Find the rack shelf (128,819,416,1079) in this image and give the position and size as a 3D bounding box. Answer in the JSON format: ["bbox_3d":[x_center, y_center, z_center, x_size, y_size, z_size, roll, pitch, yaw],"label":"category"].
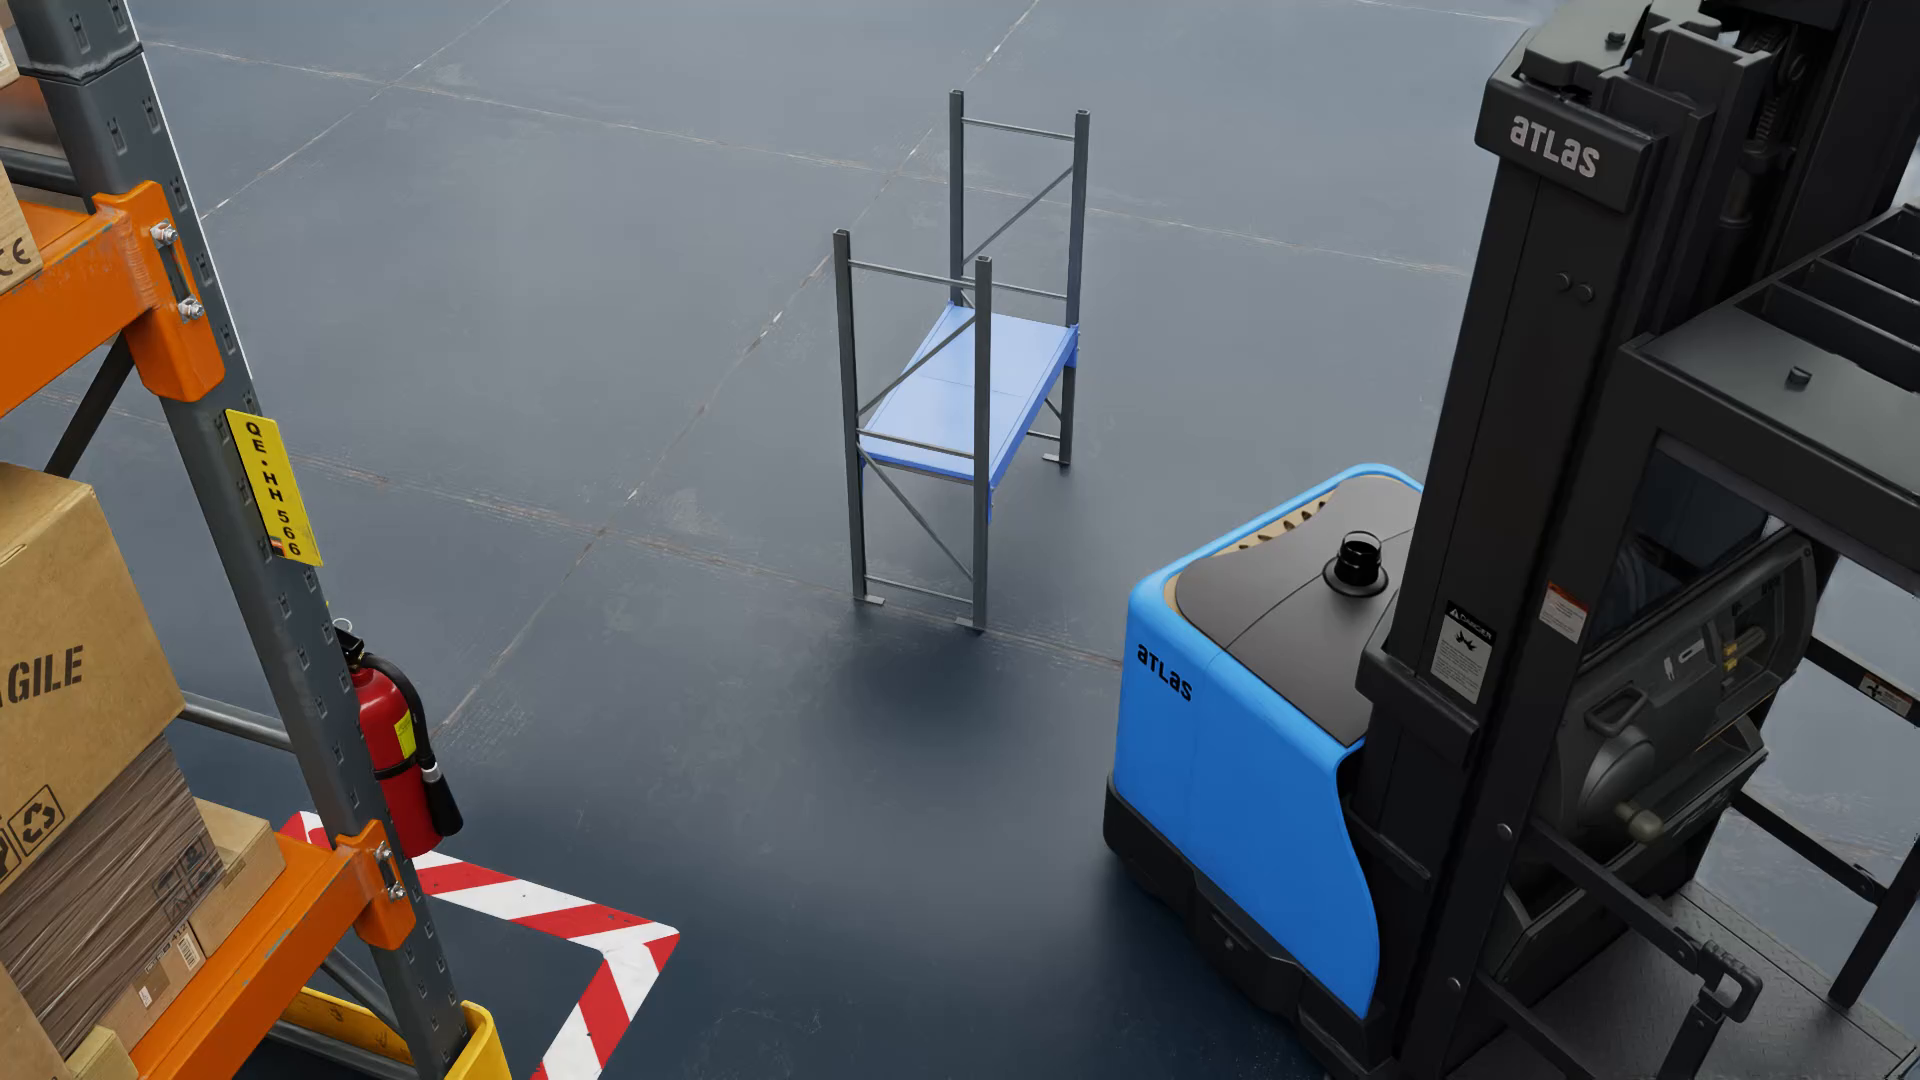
[{"bbox_3d":[-2.394,1.833,2.345,1.077,0.370,4.000,13,42,15],"label":"rack shelf"}]

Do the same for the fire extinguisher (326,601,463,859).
[{"bbox_3d":[-1.238,0.401,3.529,0.296,0.674,0.183,13,42,15],"label":"fire extinguisher"}]

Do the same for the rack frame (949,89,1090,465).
[{"bbox_3d":[0.203,-0.933,6.188,0.500,1.500,0.032,13,42,15],"label":"rack frame"}]

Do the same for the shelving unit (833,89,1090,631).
[{"bbox_3d":[0.029,-0.623,5.824,0.538,1.500,1.048,13,42,15],"label":"shelving unit"}]

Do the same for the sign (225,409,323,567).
[{"bbox_3d":[-1.195,-0.086,2.904,0.100,0.325,0.005,13,42,15],"label":"sign"}]

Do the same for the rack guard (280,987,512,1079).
[{"bbox_3d":[-1.736,1.336,4.298,1.175,0.500,0.348,13,42,15],"label":"rack guard"}]

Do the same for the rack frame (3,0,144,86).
[{"bbox_3d":[-1.710,-1.943,1.594,1.000,3.000,0.127,13,42,15],"label":"rack frame"}]

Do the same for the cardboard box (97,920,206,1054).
[{"bbox_3d":[-1.699,0.807,3.187,0.380,0.149,0.250,13,42,15],"label":"cardboard box"}]

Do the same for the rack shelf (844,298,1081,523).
[{"bbox_3d":[0.029,-0.486,5.941,0.538,0.185,1.000,13,42,15],"label":"rack shelf"}]

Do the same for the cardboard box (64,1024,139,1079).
[{"bbox_3d":[-1.737,0.971,2.995,0.380,0.149,0.250,13,42,15],"label":"cardboard box"}]

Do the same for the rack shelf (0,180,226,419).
[{"bbox_3d":[-2.394,0.691,1.372,1.077,0.370,4.000,13,42,15],"label":"rack shelf"}]

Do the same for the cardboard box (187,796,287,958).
[{"bbox_3d":[-1.613,0.654,3.366,0.380,0.149,0.250,13,42,15],"label":"cardboard box"}]

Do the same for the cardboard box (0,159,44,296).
[{"bbox_3d":[-1.636,-0.395,2.206,0.500,0.250,0.500,14,42,16],"label":"cardboard box"}]

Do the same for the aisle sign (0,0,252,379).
[{"bbox_3d":[-1.407,-0.621,2.664,0.394,0.787,0.004,13,42,15],"label":"aisle sign"}]

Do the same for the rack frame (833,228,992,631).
[{"bbox_3d":[-0.145,-0.313,5.461,0.500,1.500,0.032,13,42,15],"label":"rack frame"}]

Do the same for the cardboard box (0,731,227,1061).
[{"bbox_3d":[-1.924,0.517,3.026,0.875,0.500,0.500,13,42,15],"label":"cardboard box"}]

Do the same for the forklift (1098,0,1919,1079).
[{"bbox_3d":[1.709,0.390,3.535,1.130,2.935,3.031,-26,47,-27],"label":"forklift"}]

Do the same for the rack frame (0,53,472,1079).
[{"bbox_3d":[-1.710,0.339,3.541,1.000,3.000,0.127,13,42,15],"label":"rack frame"}]

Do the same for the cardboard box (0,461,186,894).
[{"bbox_3d":[-1.666,0.198,2.630,0.500,0.500,0.500,13,42,15],"label":"cardboard box"}]

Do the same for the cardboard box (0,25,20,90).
[{"bbox_3d":[-1.512,-0.658,2.208,0.380,0.149,0.250,13,42,15],"label":"cardboard box"}]
